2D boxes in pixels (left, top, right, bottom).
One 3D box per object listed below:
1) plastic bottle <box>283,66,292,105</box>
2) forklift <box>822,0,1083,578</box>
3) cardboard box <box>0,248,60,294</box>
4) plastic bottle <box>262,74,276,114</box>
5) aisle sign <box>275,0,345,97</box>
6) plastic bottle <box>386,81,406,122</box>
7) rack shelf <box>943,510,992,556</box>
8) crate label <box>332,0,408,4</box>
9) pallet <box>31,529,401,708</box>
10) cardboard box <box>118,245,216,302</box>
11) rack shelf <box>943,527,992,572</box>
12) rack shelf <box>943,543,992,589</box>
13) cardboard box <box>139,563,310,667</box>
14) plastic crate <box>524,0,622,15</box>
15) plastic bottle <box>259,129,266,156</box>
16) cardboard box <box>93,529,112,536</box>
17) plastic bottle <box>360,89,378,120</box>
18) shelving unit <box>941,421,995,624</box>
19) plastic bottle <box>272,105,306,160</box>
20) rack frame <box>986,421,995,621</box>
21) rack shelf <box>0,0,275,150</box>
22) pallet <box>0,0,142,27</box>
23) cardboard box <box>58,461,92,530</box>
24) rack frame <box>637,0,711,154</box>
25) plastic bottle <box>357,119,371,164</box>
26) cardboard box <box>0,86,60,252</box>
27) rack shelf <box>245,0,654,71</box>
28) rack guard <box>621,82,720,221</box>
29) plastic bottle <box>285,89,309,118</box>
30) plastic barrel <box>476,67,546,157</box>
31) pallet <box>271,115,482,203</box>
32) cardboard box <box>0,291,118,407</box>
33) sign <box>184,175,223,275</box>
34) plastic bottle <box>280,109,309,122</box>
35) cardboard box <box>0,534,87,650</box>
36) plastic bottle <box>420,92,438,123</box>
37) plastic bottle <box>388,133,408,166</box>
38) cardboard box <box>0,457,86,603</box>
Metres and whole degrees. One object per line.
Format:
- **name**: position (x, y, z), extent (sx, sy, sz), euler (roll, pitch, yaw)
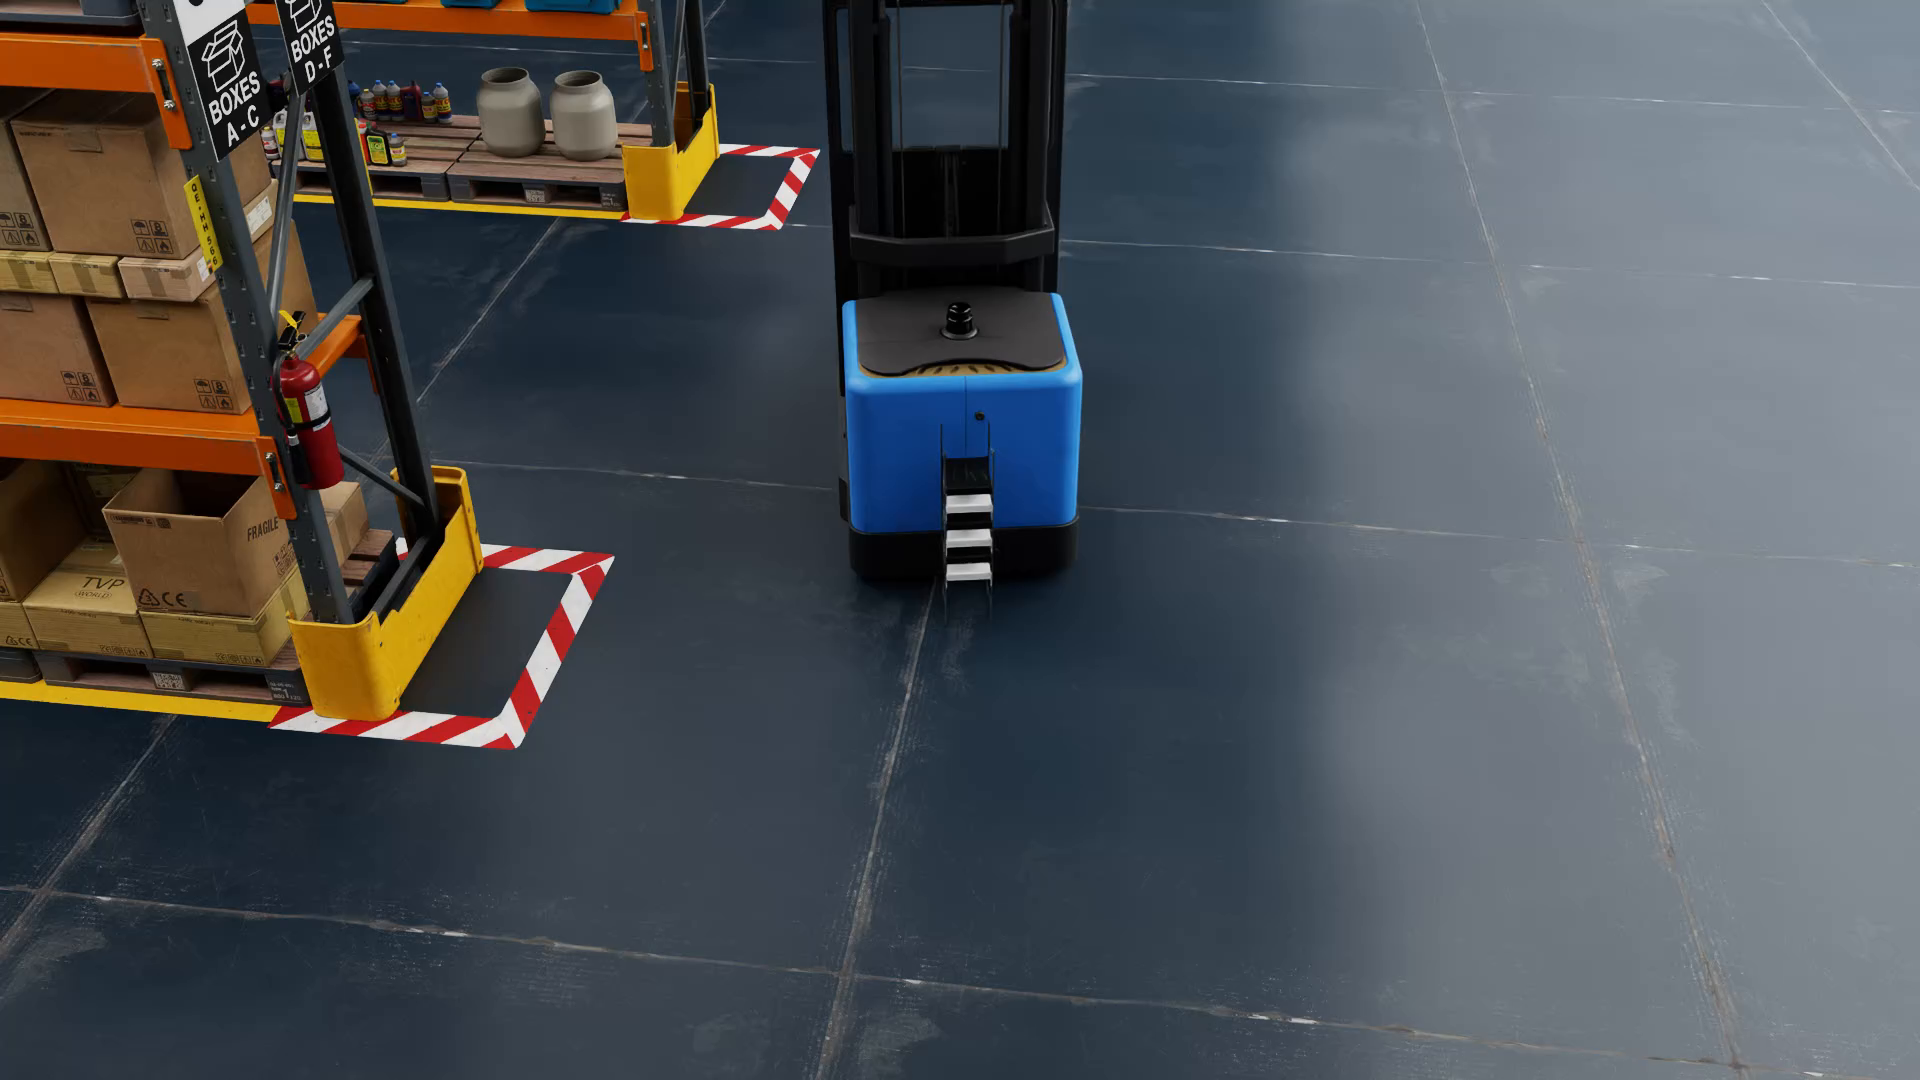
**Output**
- **plastic bottle**: position (-4.634, -3.146, 11.665), extent (0.185, 0.351, 0.144), euler (4, 36, 6)
- **forklift**: position (-0.087, -1.858, 8.017), extent (1.130, 2.935, 3.031), euler (-3, 36, -4)
- **cardboard box**: position (-3.404, -1.076, 6.218), extent (0.250, 0.149, 0.380), euler (4, 36, 5)
- **plastic bottle**: position (-4.955, -3.170, 11.699), extent (0.185, 0.351, 0.144), euler (3, 36, 4)
- **aisle sign**: position (-2.383, -2.045, 5.983), extent (0.004, 0.787, 0.394), euler (4, 36, 6)
- **plastic bottle**: position (-3.952, -3.076, 11.636), extent (0.097, 0.271, 0.097), euler (0, 36, 0)
- **rack shelf**: position (0.030, -0.040, 7.276), extent (0.200, 0.077, 0.258), euler (-3, 36, -4)
- **crate label**: position (-3.713, -3.664, 10.458), extent (0.616, 0.435, 0.502), euler (4, 36, 6)
- **pallet**: position (-3.251, 0.287, 7.353), extent (1.213, 0.211, 1.003), euler (4, 36, 6)
- **cardboard box**: position (-2.891, -1.038, 6.166), extent (0.250, 0.149, 0.380), euler (4, 36, 5)
- **rack shelf**: position (0.030, 0.033, 7.329), extent (0.200, 0.077, 0.258), euler (-3, 36, -4)
- **rack shelf**: position (0.030, 0.106, 7.381), extent (0.200, 0.077, 0.258), euler (-3, 36, -4)
- **cardboard box**: position (-3.057, 0.264, 6.991), extent (0.500, 0.250, 0.500), euler (4, 36, 6)
- **plastic crate**: position (-2.387, -3.473, 10.350), extent (0.616, 0.251, 0.499), euler (4, 36, 6)
- **plastic bottle**: position (-4.727, -2.689, 11.083), extent (0.133, 0.283, 0.061), euler (6, 36, 8)
- **cardboard box**: position (-3.488, -0.070, 7.458), extent (0.500, 0.250, 0.500), euler (4, 36, 6)
- **plastic bottle**: position (-4.149, -3.063, 11.677), extent (0.097, 0.201, 0.097), euler (0, 36, 0)
- **shelving unit**: position (0.031, -0.067, 7.257), extent (0.210, 0.900, 0.258), euler (-3, 36, -4)
- **plastic bottle**: position (-4.464, -2.721, 11.070), extent (0.185, 0.351, 0.144), euler (4, 36, 6)
- **rack frame**: position (0.132, -0.072, 7.263), extent (0.006, 0.900, 0.240), euler (-3, 36, -4)
- **rack shelf**: position (-4.471, -1.891, 6.043), extent (4.000, 0.370, 1.077), euler (4, 36, 6)
- **pallet**: position (-3.186, -2.067, 5.746), extent (1.213, 0.211, 1.003), euler (4, 36, 6)
- **cardboard box**: position (-3.985, -0.405, 7.284), extent (0.500, 0.500, 0.500), euler (4, 36, 6)
- **rack frame**: position (-1.853, -3.669, 10.496), extent (0.127, 3.000, 1.000), euler (4, 36, 6)
- **plastic bottle**: position (-3.977, -2.657, 11.044), extent (0.135, 0.276, 0.152), euler (5, 36, 6)
- **cardboard box**: position (-3.524, -1.465, 6.206), extent (0.500, 0.500, 0.700), euler (3, 36, 5)
- **rack shelf**: position (-3.837, -3.524, 10.913), extent (4.000, 0.370, 1.077), euler (4, 36, 6)
- **rack guard**: position (-1.934, -2.630, 11.192), extent (0.348, 0.500, 1.175), euler (4, 36, 6)
- **plastic bottle**: position (-4.622, -3.058, 11.599), extent (0.133, 0.283, 0.061), euler (4, 36, 6)
- **plastic barrel**: position (-3.013, -2.869, 11.155), extent (0.421, 0.512, 0.421), euler (0, 36, 0)
- **pallet**: position (-3.946, -2.667, 11.493), extent (1.213, 0.211, 1.003), euler (4, 36, 6)
- **cardboard box**: position (-3.470, -0.934, 6.578), extent (0.500, 0.500, 0.700), euler (5, 36, 7)
- **sign**: position (-2.570, -1.071, 5.656), extent (0.005, 0.325, 0.100), euler (4, 36, 6)
- **plastic bottle**: position (-4.470, -2.778, 11.214), extent (0.135, 0.276, 0.152), euler (4, 36, 6)
- **cardboard box**: position (-4.051, 0.198, 7.084), extent (0.500, 0.250, 0.500), euler (4, 36, 6)
- **plastic bottle**: position (-3.714, -3.030, 11.632), extent (0.097, 0.201, 0.097), euler (0, 36, 0)
- **plastic bottle**: position (-3.730, -2.592, 11.018), extent (0.097, 0.201, 0.097), euler (0, 36, 0)
- **cardboard box**: position (-4.051, -0.106, 6.864), extent (0.500, 0.500, 0.500), euler (4, 36, 6)
